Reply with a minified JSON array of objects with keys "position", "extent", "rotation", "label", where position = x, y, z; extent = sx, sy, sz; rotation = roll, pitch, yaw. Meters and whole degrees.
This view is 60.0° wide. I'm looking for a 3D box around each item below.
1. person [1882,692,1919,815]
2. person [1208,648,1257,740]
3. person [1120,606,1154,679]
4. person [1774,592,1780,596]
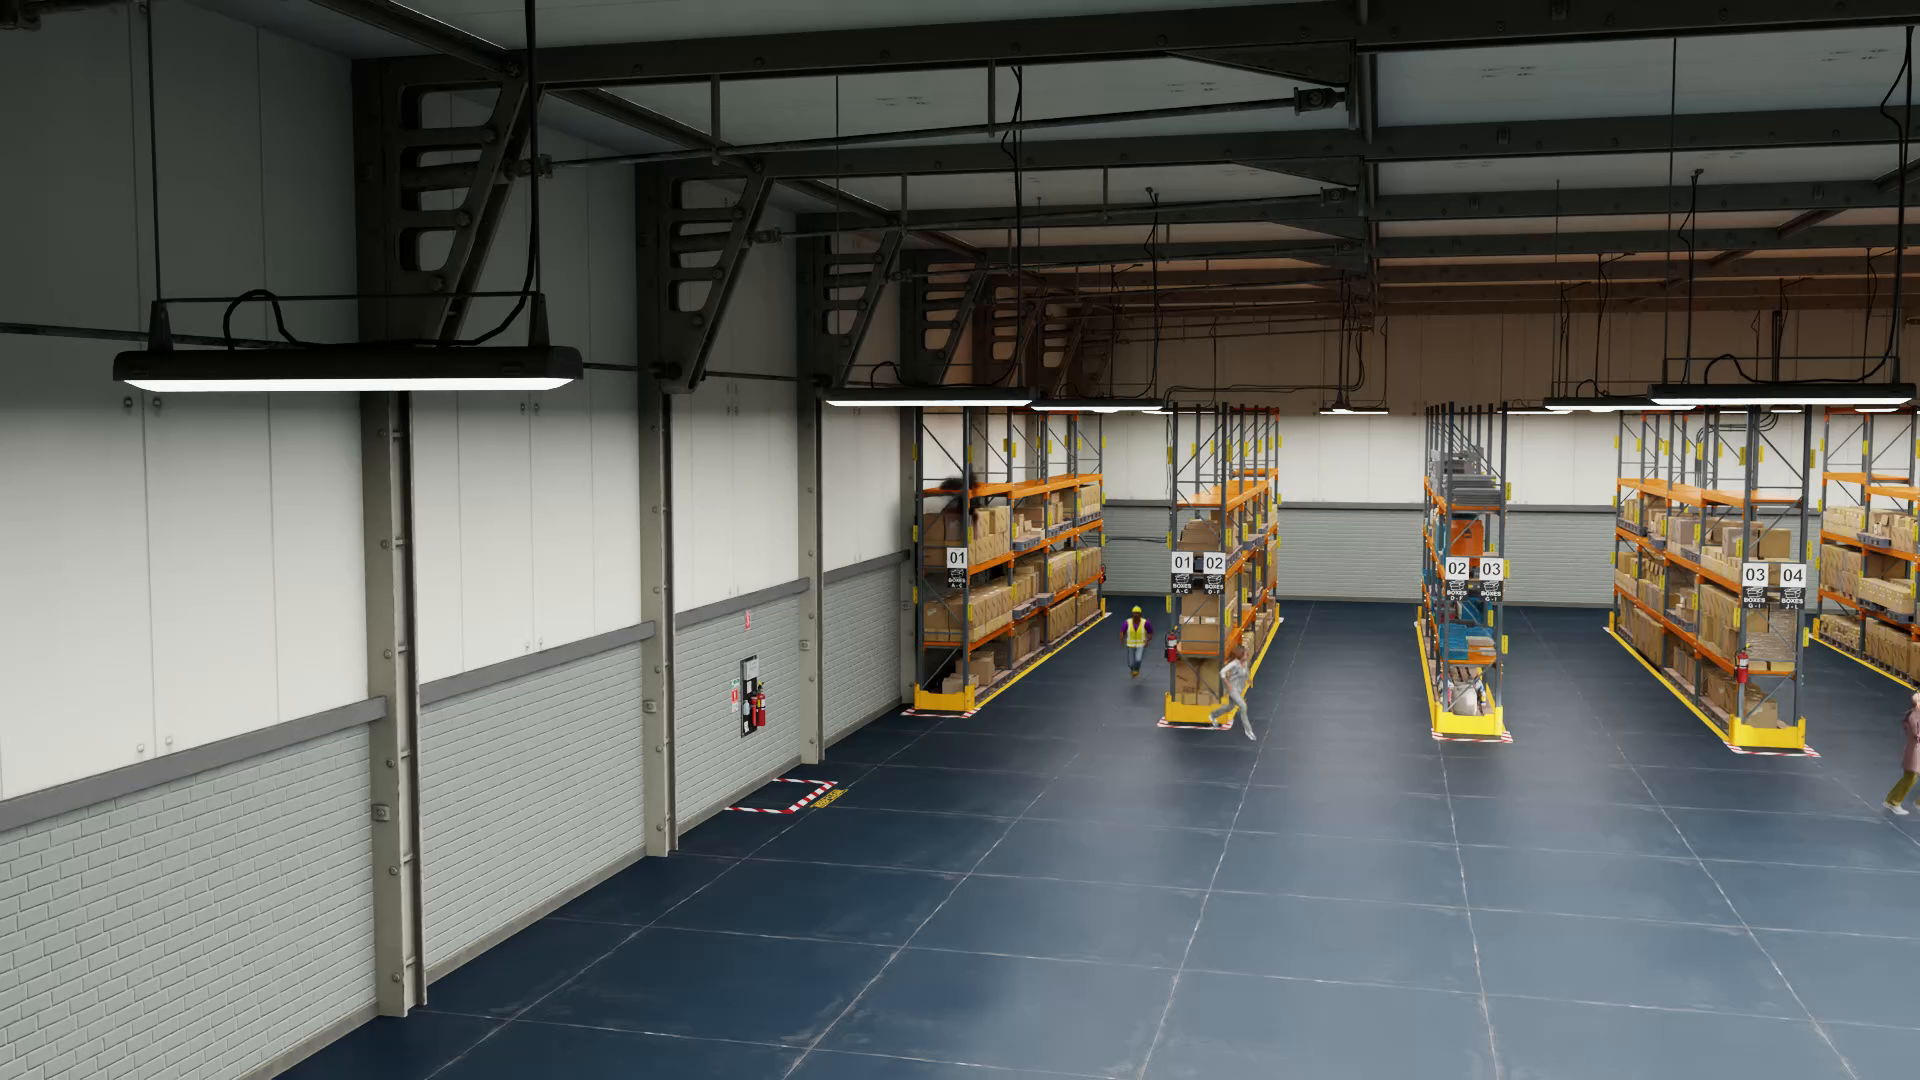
[{"position":[13.650,3.092,23.671],"extent":[0.708,1.857,0.807],"rotation":[-4,6,-45],"label":"person"},{"position":[4.798,2.671,29.275],"extent":[1.003,1.589,0.540],"rotation":[4,6,41],"label":"person"},{"position":[3.746,2.197,35.291],"extent":[0.716,1.587,0.730],"rotation":[1,4,11],"label":"person"},{"position":[21.738,1.666,43.891],"extent":[0.631,1.651,0.639],"rotation":[-3,5,-34],"label":"person"}]
